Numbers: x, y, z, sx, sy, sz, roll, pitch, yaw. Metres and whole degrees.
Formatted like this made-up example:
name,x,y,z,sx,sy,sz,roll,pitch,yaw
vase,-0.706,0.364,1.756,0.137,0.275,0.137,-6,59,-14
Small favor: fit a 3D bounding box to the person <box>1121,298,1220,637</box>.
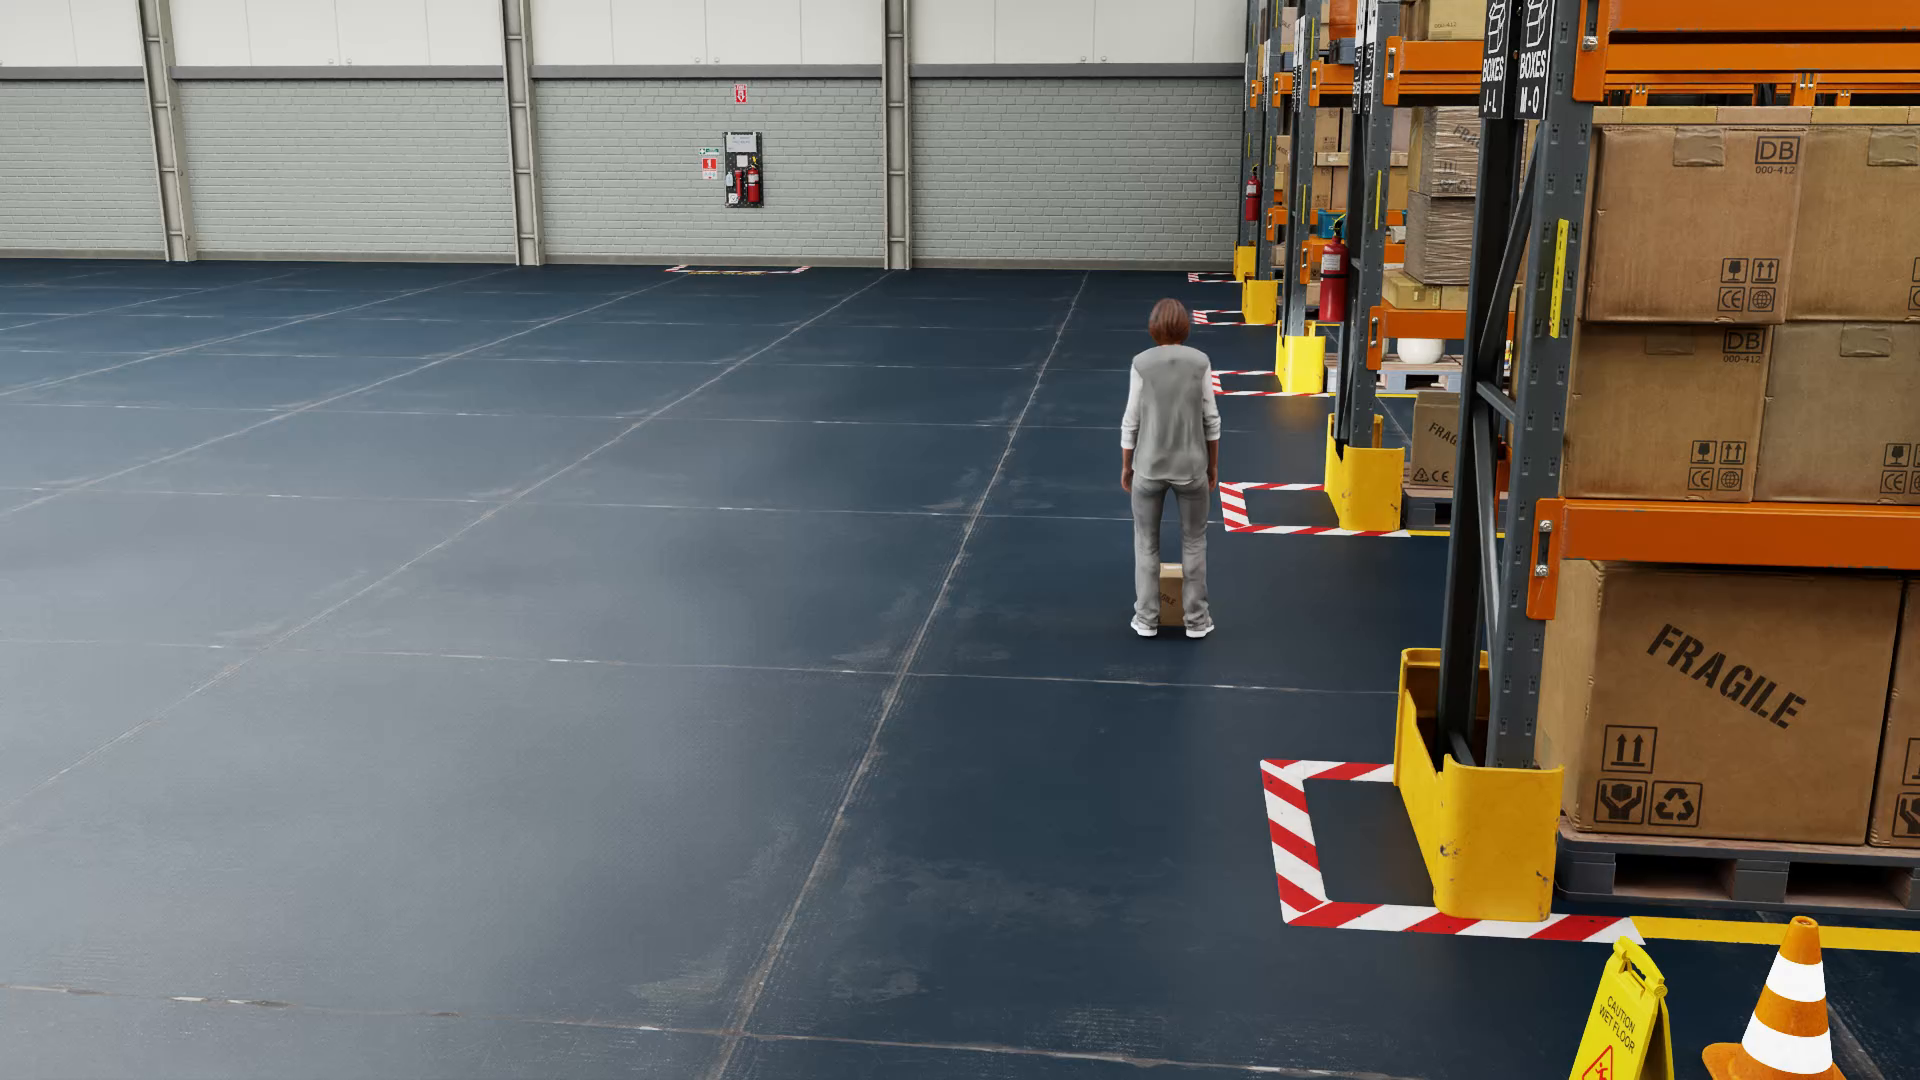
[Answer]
name,x,y,z,sx,sy,sz,roll,pitch,yaw
person,0.983,-0.321,7.770,0.474,1.592,0.347,1,15,3
